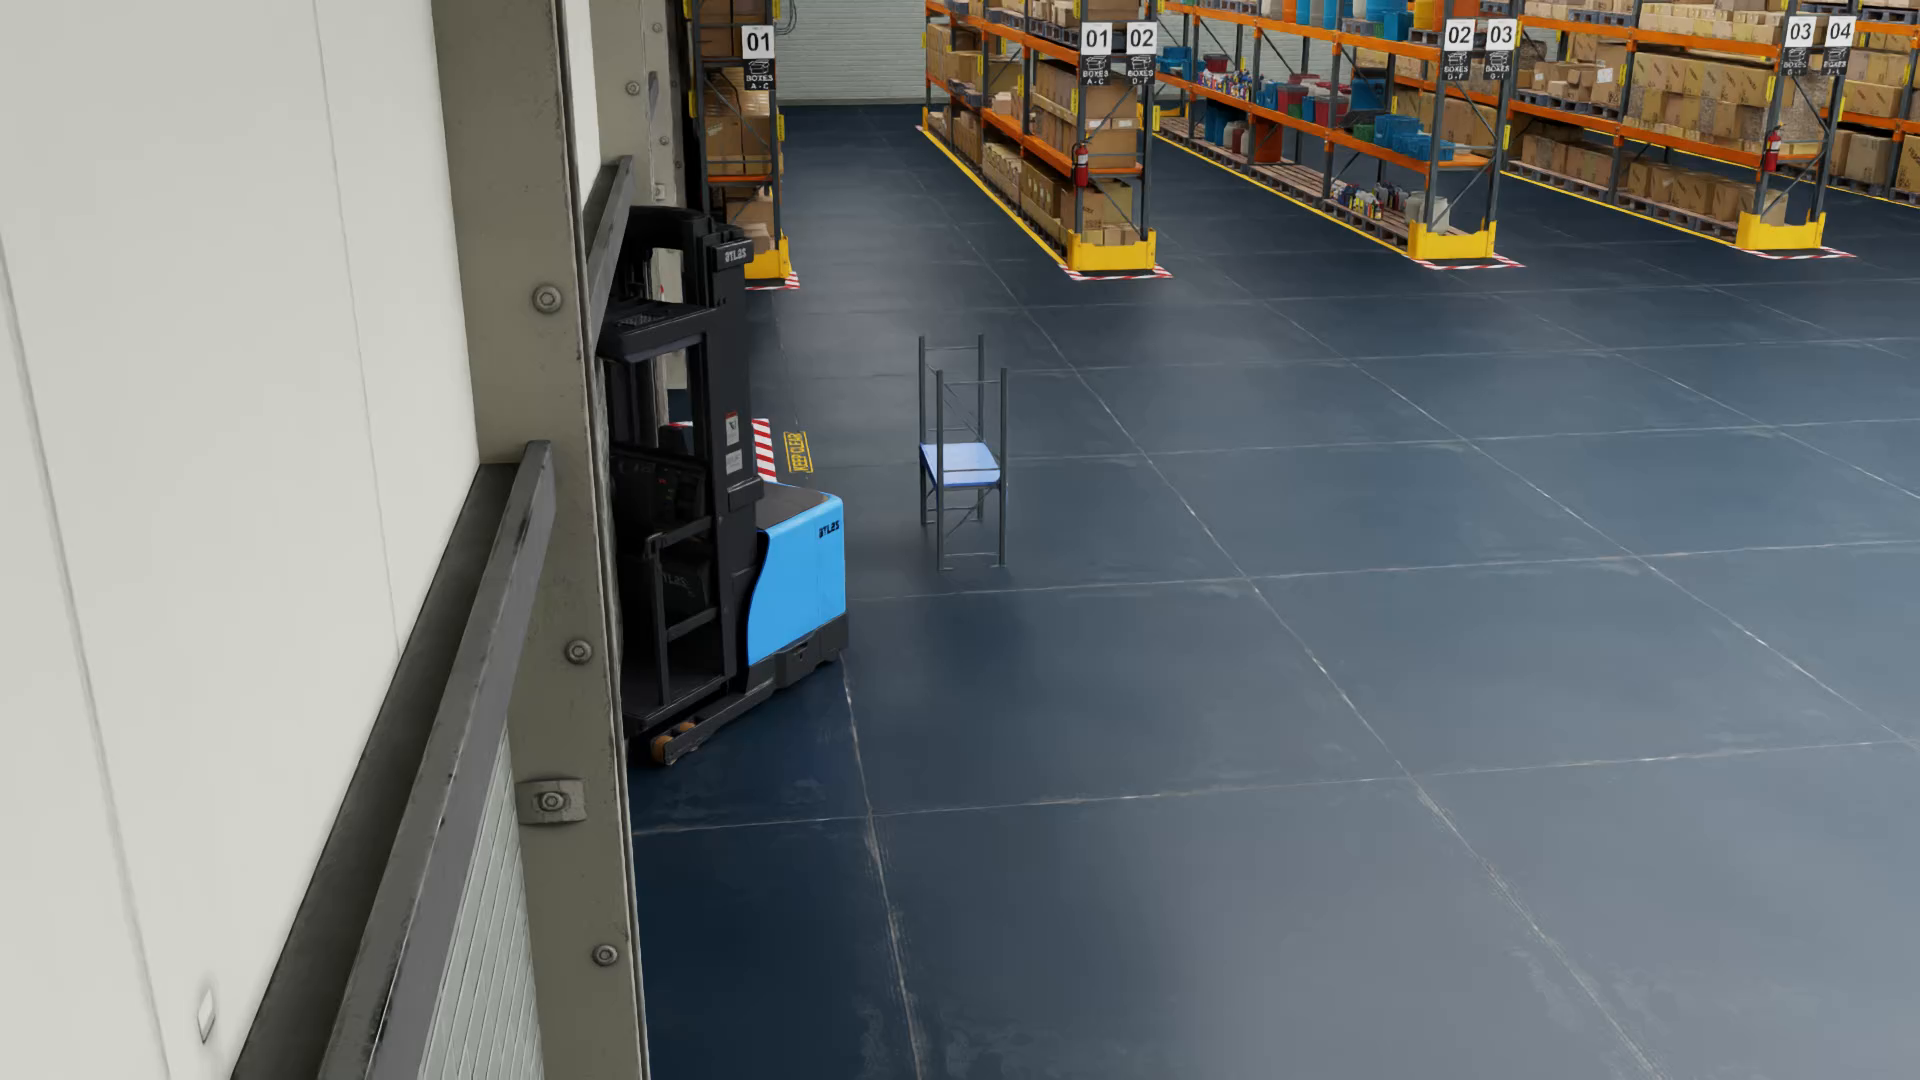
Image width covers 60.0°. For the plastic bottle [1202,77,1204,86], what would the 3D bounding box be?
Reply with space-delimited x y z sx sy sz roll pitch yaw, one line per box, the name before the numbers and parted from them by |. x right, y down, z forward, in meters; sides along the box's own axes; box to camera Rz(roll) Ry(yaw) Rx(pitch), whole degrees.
plastic bottle | 4.908 -9.207 33.364 0.097 0.201 0.097 0 20 0

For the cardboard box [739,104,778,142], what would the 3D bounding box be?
cardboard box | -2.751 -5.701 22.807 0.500 0.500 0.500 -4 21 -10

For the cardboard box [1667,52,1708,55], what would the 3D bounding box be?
cardboard box | 11.615 -7.526 26.583 0.500 0.500 0.500 -3 21 -8

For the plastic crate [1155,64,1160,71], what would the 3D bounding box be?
plastic crate | 4.419 -10.371 36.488 0.250 0.136 0.298 -3 21 -8

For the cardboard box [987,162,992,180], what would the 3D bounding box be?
cardboard box | 0.756 -6.439 28.998 0.500 0.250 0.500 -3 21 -9

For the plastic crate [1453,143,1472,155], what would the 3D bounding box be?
plastic crate | 7.143 -5.582 23.750 0.298 0.136 0.250 -3 21 -8

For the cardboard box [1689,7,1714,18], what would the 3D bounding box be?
cardboard box | 11.245 -7.958 25.093 0.380 0.149 0.250 -3 21 -9

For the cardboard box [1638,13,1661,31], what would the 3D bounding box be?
cardboard box | 11.089 -8.180 26.257 0.500 0.250 0.500 -4 21 -10

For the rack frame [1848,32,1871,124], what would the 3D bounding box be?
rack frame | 19.931 -10.283 35.962 1.000 3.000 0.127 -3 21 -8

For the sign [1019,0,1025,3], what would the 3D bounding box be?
sign | 0.939 -8.279 25.121 0.100 0.325 0.005 -3 21 -8

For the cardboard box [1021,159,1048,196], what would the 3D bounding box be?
cardboard box | 1.232 -5.599 25.678 0.500 0.500 0.500 -3 21 -8

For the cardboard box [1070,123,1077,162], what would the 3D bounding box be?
cardboard box | 1.916 -5.521 23.069 0.700 0.500 0.500 -2 21 -6

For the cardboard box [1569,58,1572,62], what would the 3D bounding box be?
cardboard box | 14.271 -11.051 38.377 0.380 0.149 0.250 -2 21 -6

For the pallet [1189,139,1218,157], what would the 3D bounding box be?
pallet | 5.293 -7.958 33.722 1.003 0.211 1.213 -3 21 -8

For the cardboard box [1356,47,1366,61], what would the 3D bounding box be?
cardboard box | 9.350 -11.058 37.825 0.500 0.250 0.500 -3 21 -9

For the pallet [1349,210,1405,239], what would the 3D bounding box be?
pallet | 6.611 -4.800 25.265 1.003 0.211 1.213 -3 21 -8

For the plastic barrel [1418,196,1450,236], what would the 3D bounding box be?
plastic barrel | 6.783 -4.634 23.792 0.421 0.512 0.421 0 20 0

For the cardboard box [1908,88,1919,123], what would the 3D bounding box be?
cardboard box | 16.266 -7.172 27.417 0.875 0.550 0.550 -3 21 -8

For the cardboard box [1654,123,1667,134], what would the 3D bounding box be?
cardboard box | 11.139 -6.459 26.083 0.380 0.149 0.250 -3 21 -8

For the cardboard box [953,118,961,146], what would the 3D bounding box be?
cardboard box | 0.150 -8.141 33.169 0.500 0.500 0.500 -4 21 -10

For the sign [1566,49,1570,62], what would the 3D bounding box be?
sign | 11.237 -8.935 30.809 0.100 0.325 0.005 -3 21 -8

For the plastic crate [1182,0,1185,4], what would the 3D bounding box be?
plastic crate | 4.776 -11.160 34.260 0.416 0.233 0.300 -3 21 -8

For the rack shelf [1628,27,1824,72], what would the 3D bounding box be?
rack shelf | 11.566 -7.389 24.955 1.077 0.370 4.000 -3 21 -8

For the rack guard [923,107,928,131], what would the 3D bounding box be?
rack guard | -0.244 -9.473 37.365 1.175 0.500 0.348 -3 21 -8

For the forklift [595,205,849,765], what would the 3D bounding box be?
forklift | -1.922 -0.295 9.318 1.130 2.935 3.031 12 24 30

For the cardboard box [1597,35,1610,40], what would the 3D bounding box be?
cardboard box | 14.482 -11.338 36.787 0.500 0.500 0.500 -4 21 -9

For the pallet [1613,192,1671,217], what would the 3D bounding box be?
pallet | 11.410 -5.477 27.078 1.003 0.211 1.213 -3 21 -8

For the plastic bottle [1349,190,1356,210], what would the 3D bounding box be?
plastic bottle | 6.092 -5.273 25.799 0.061 0.283 0.133 -2 21 -5

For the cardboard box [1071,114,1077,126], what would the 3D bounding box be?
cardboard box | 1.731 -5.783 22.842 0.380 0.149 0.250 -3 21 -9

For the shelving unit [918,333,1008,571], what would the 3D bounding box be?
shelving unit | 0.012 -0.673 12.375 0.538 1.500 1.048 -3 21 -8

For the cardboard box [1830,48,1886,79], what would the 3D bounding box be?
cardboard box | 15.903 -8.444 29.464 0.700 0.500 0.500 -3 21 -8

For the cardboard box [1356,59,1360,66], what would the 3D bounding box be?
cardboard box | 9.273 -10.911 38.002 0.380 0.149 0.250 -3 21 -7

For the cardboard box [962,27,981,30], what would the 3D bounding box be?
cardboard box | 0.308 -10.513 35.005 0.500 0.500 0.500 -2 21 -6

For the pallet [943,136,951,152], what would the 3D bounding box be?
pallet | 0.223 -8.217 34.414 1.003 0.211 1.213 -3 21 -8

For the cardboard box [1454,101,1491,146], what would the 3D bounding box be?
cardboard box | 10.502 -8.149 32.684 1.225 0.875 0.875 -3 21 -8

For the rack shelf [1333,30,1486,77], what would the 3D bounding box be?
rack shelf | 6.665 -7.140 24.286 1.077 0.370 4.000 -3 21 -8

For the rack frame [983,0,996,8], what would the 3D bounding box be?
rack frame | 0.898 -10.711 28.532 1.000 3.000 0.127 -3 21 -8

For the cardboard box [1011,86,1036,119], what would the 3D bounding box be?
cardboard box | 1.156 -7.367 28.011 0.500 0.500 0.500 -4 21 -11

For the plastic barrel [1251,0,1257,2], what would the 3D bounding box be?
plastic barrel | 5.500 -10.050 30.647 0.301 0.262 0.301 0 20 0

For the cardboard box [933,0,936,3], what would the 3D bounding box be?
cardboard box | -0.300 -11.468 35.060 0.500 0.250 0.500 -3 21 -8

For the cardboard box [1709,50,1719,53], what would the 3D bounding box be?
cardboard box | 15.443 -9.869 33.760 0.380 0.149 0.250 -4 21 -10

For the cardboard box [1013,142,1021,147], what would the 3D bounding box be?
cardboard box | 1.217 -6.903 29.439 0.500 0.311 0.500 -2 21 -6

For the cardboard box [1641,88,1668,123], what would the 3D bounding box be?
cardboard box | 11.319 -6.866 26.244 0.875 0.500 0.500 -3 21 -8

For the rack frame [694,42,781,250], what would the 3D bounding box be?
rack frame | -2.850 -4.879 21.493 1.000 3.000 0.127 -3 21 -8

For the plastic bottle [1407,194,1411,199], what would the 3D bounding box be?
plastic bottle | 6.907 -5.174 25.552 0.097 0.271 0.097 0 20 0

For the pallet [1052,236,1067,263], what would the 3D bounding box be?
pallet | 1.899 -4.087 23.357 1.003 0.211 1.213 -3 21 -8

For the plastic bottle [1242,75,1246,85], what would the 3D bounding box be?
plastic bottle | 5.605 -9.040 32.816 0.097 0.271 0.097 0 20 0

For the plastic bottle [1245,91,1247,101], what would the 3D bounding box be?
plastic bottle | 5.321 -8.215 30.709 0.097 0.201 0.097 0 20 0

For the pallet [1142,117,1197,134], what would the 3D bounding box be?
pallet | 4.727 -9.325 37.381 1.003 0.211 1.213 -3 21 -8

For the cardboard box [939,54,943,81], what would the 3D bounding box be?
cardboard box | -0.157 -9.848 34.654 0.500 0.500 0.500 -2 21 -7

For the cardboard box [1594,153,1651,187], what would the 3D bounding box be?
cardboard box | 11.211 -6.263 28.140 0.700 0.500 0.500 -5 21 -12

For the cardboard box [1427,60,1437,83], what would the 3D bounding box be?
cardboard box | 9.944 -9.659 34.146 0.500 0.500 0.500 -3 21 -8

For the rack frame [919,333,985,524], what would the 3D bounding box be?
rack frame | -0.061 -0.849 12.846 0.500 1.500 0.032 -3 21 -8

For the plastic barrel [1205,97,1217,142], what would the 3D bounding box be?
plastic barrel | 5.285 -8.558 33.742 0.600 0.901 0.708 -3 21 -8

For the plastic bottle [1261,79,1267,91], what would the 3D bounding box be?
plastic bottle | 5.858 -8.737 31.999 0.152 0.276 0.135 -3 21 -8
